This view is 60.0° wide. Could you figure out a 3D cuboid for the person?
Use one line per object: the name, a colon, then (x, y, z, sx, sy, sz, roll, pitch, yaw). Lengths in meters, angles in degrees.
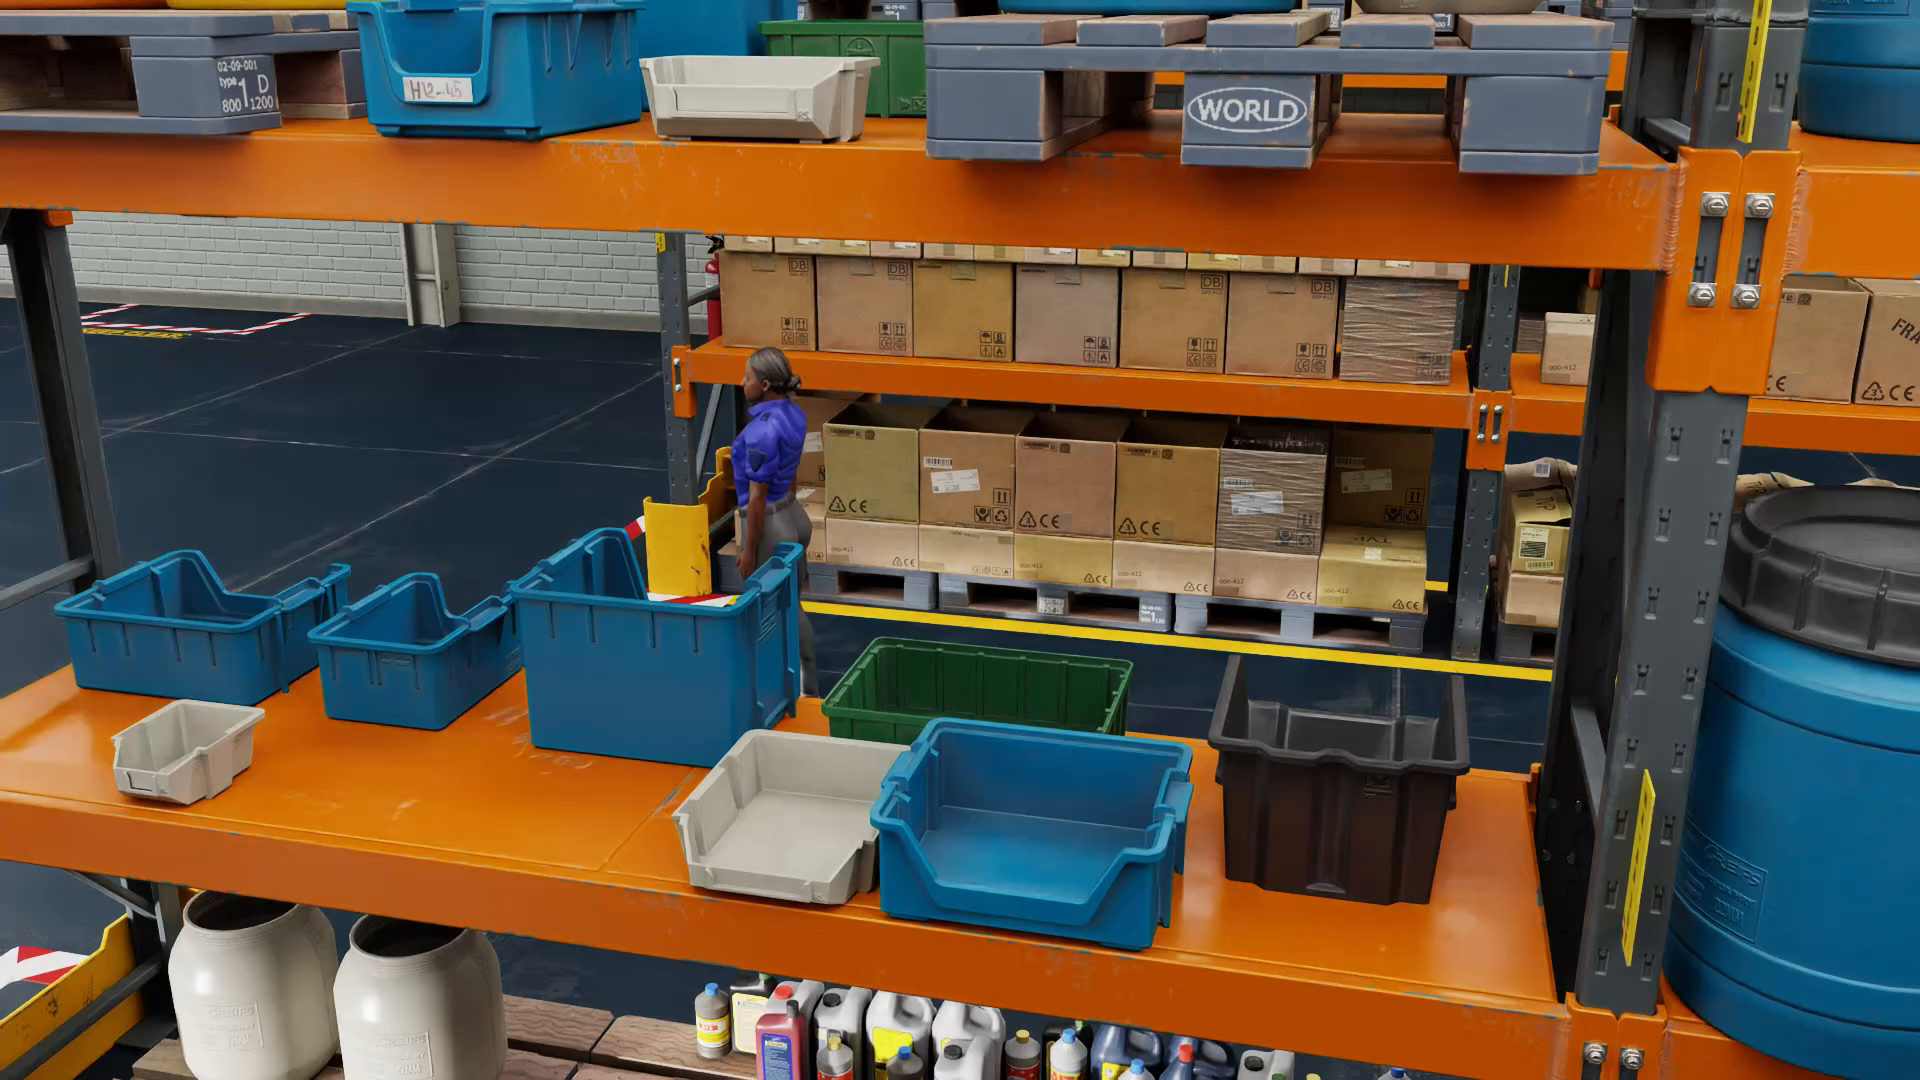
person: (-0.804, -0.009, 7.099, 0.304, 1.658, 0.436, 5, 19, 15)
